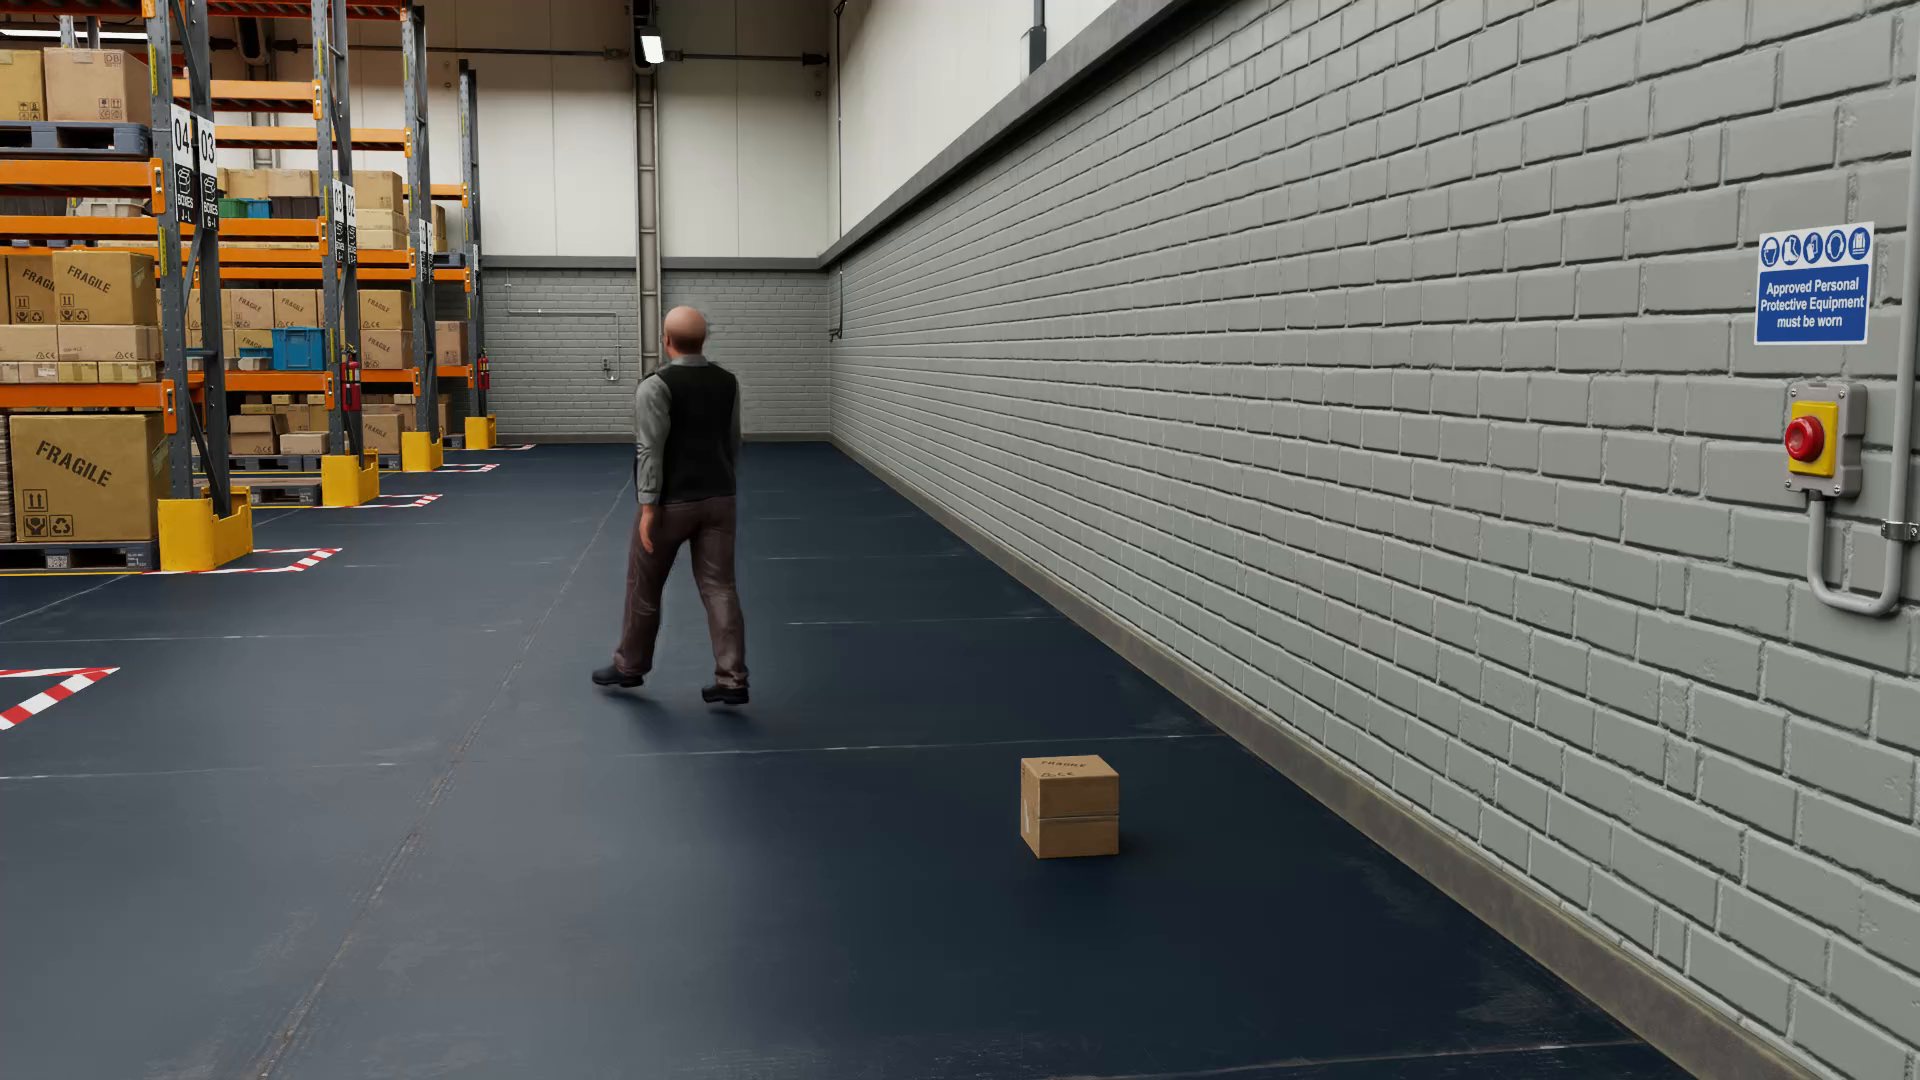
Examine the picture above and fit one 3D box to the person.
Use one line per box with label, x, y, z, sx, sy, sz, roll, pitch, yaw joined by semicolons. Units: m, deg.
person;-1.219;-0.165;7.165;0.568;1.667;0.972;-5;8;-38
